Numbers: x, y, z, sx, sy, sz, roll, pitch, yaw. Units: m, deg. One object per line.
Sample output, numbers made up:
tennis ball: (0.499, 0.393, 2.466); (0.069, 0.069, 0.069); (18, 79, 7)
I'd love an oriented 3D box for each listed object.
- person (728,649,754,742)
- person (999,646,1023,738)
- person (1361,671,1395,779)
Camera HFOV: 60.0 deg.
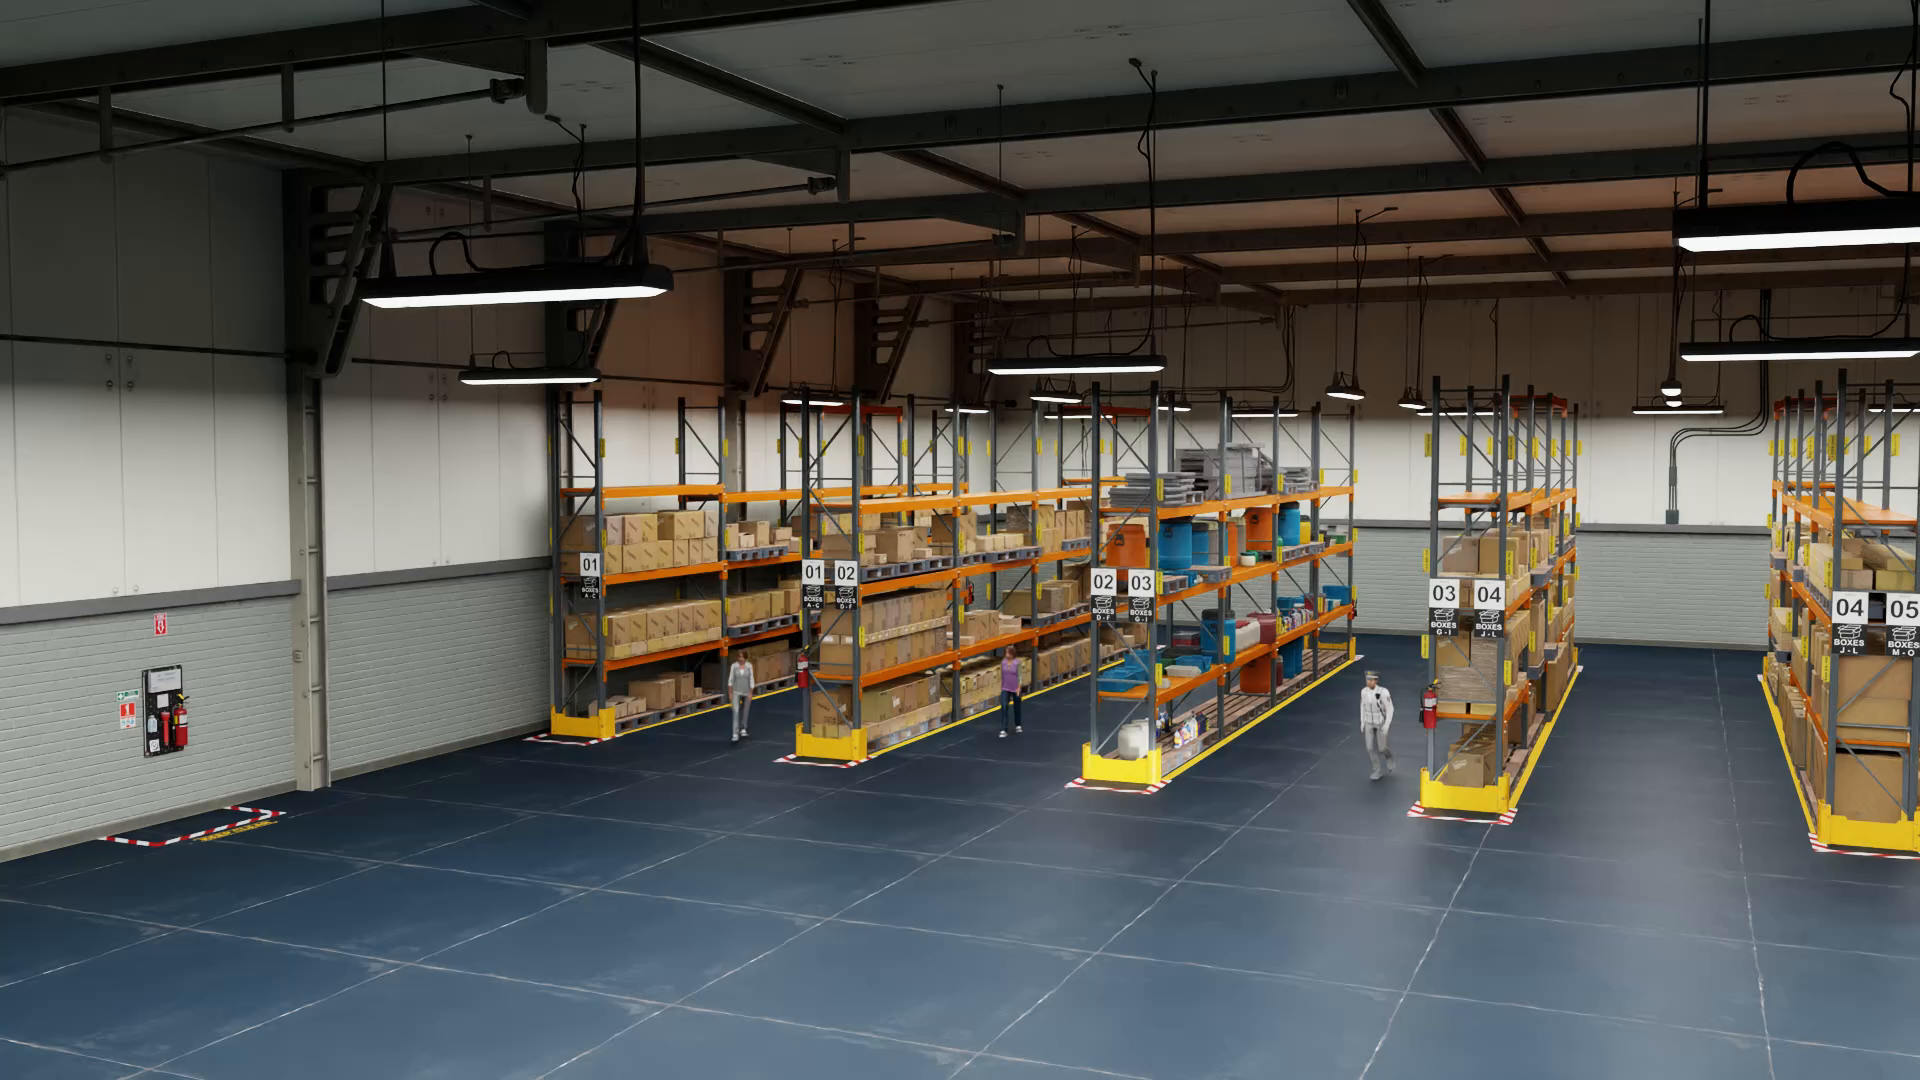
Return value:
person: (-3.737, 2.635, 28.420); (0.443, 1.542, 0.951); (-1, 3, -15)
person: (0.884, 2.607, 28.839); (0.437, 1.548, 0.896); (1, 3, 16)
person: (6.380, 2.788, 25.329); (0.548, 1.644, 0.625); (2, 4, 38)
